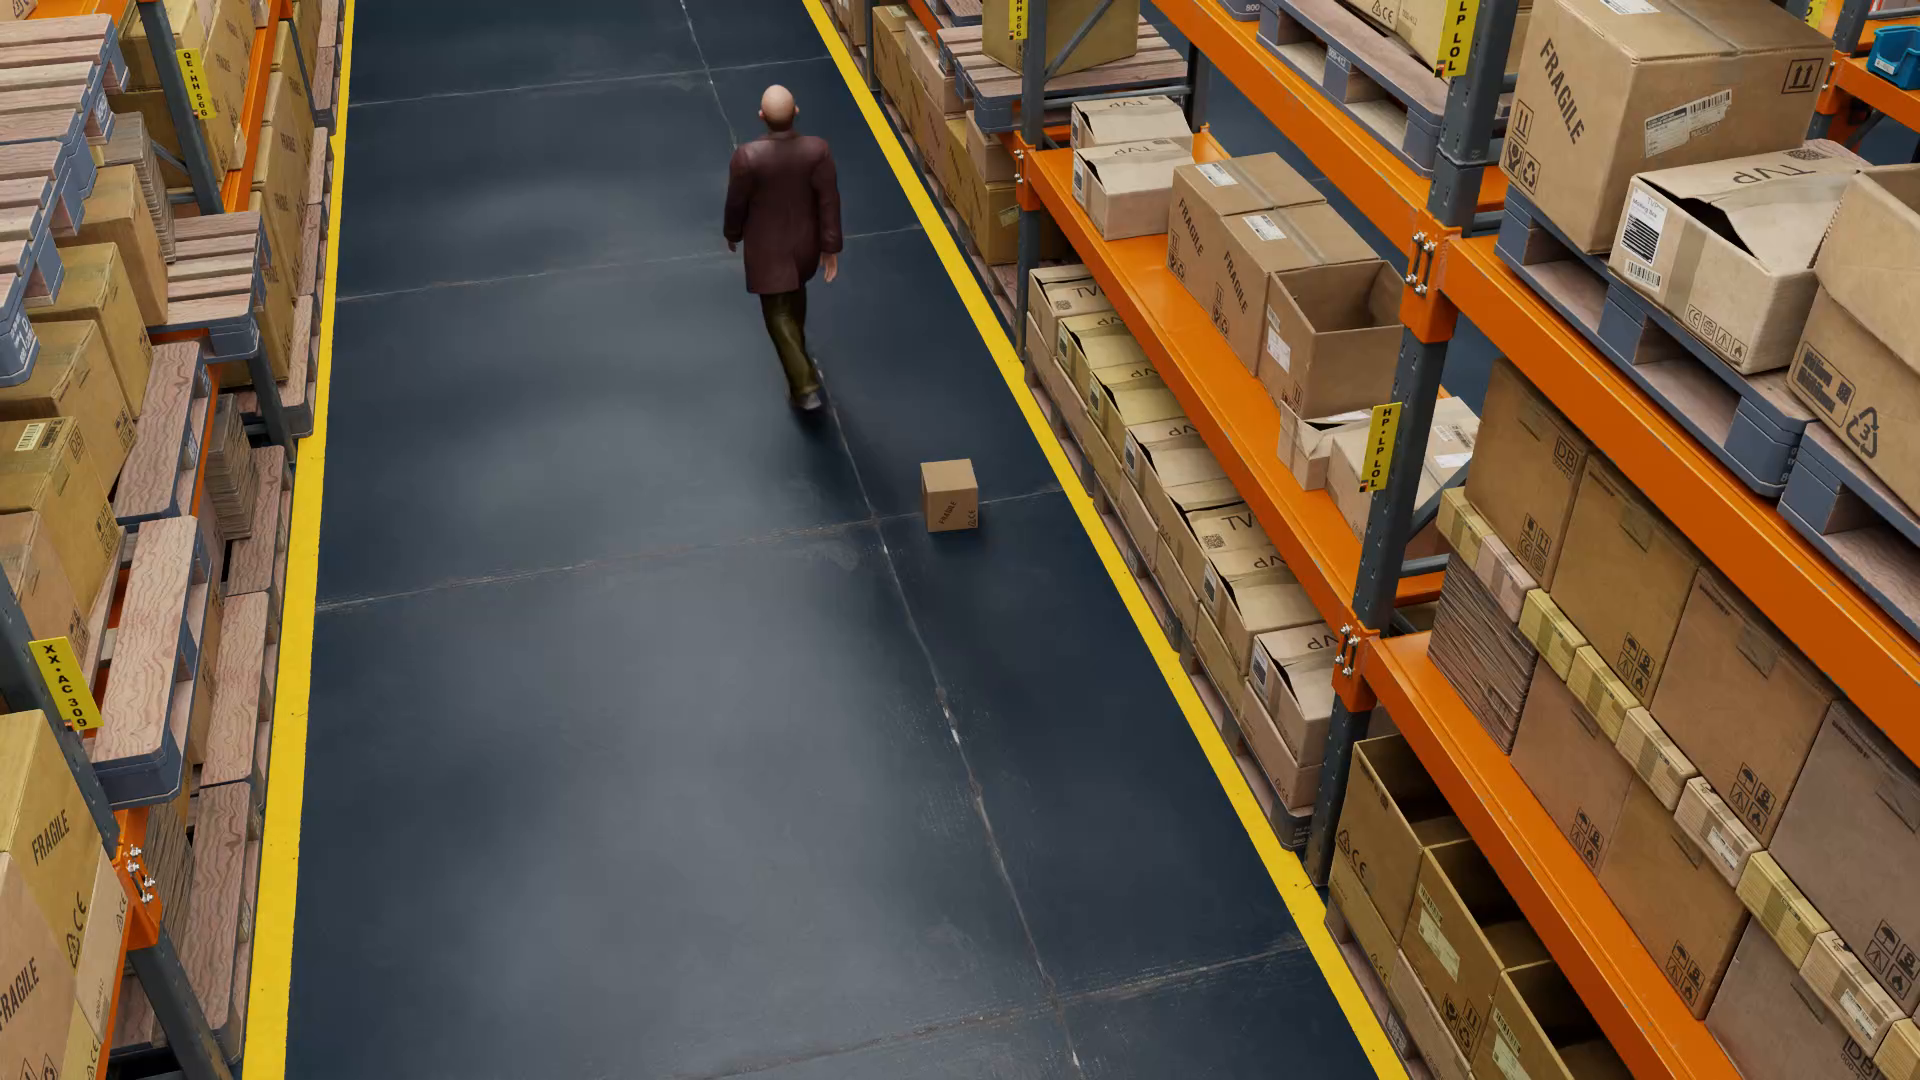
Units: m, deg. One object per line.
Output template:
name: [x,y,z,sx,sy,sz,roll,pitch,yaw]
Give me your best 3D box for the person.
person: [-0.938,-1.578,8.773,0.565,1.732,1.100,-15,40,-19]
